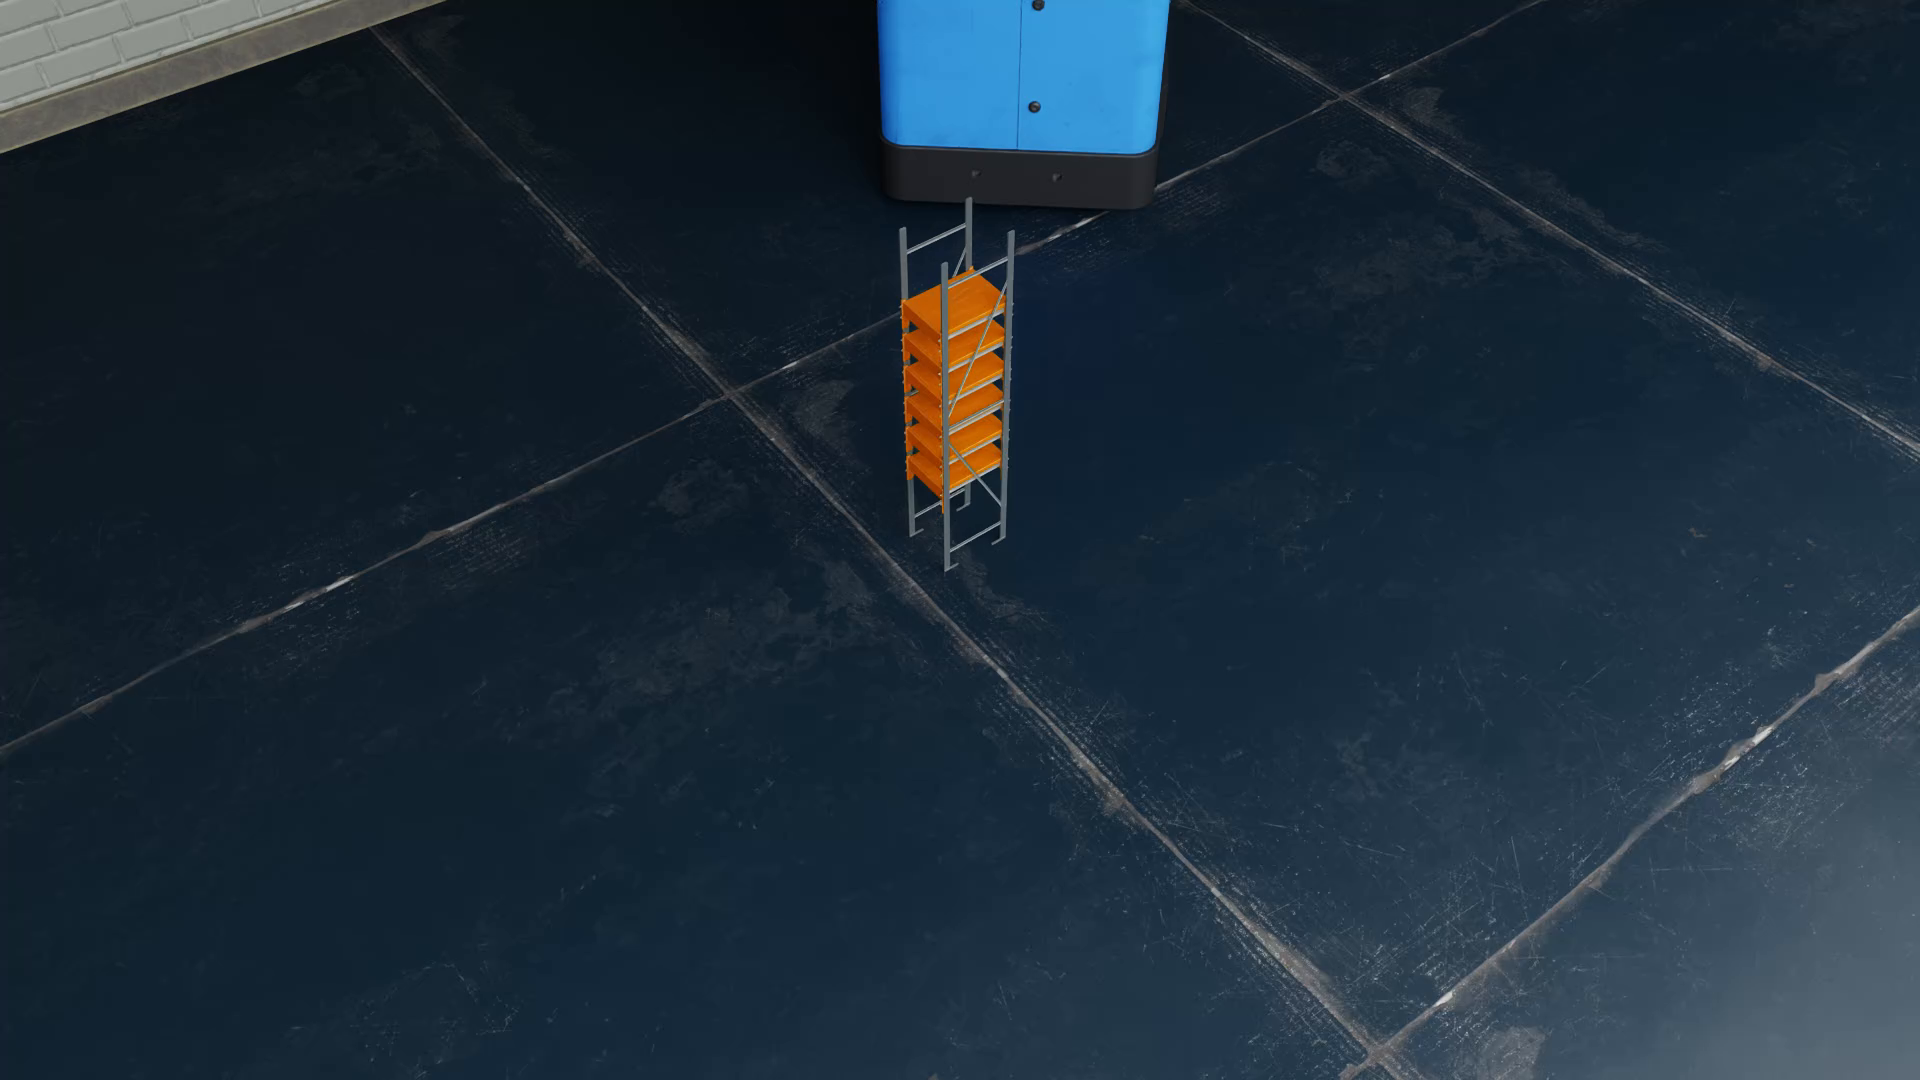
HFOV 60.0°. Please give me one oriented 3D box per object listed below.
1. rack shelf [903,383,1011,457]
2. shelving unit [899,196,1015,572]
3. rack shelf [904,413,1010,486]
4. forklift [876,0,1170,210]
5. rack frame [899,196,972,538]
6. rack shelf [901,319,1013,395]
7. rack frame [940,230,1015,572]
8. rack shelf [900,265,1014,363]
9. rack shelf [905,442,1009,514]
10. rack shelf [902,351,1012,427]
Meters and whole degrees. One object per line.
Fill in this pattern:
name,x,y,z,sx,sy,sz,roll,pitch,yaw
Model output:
rack shelf,-0.009,-0.382,4.846,0.258,0.103,0.180,-29,54,-24
shelving unit,-0.009,-0.412,4.813,0.258,1.200,0.189,-29,54,-24
rack shelf,-0.009,-0.301,4.935,0.258,0.103,0.180,-29,54,-24
forklift,0.314,-3.323,6.284,1.130,2.935,3.031,3,48,3
rack frame,-0.064,-0.465,4.862,0.240,1.200,0.006,-29,54,-24
rack shelf,-0.009,-0.543,4.668,0.258,0.103,0.180,-29,54,-24
rack frame,0.047,-0.358,4.764,0.240,1.200,0.006,-29,54,-24
rack shelf,-0.009,-0.623,4.579,0.258,0.103,0.180,-29,54,-24
rack shelf,-0.009,-0.220,5.024,0.258,0.103,0.180,-29,54,-24
rack shelf,-0.009,-0.462,4.757,0.258,0.103,0.180,-29,54,-24
